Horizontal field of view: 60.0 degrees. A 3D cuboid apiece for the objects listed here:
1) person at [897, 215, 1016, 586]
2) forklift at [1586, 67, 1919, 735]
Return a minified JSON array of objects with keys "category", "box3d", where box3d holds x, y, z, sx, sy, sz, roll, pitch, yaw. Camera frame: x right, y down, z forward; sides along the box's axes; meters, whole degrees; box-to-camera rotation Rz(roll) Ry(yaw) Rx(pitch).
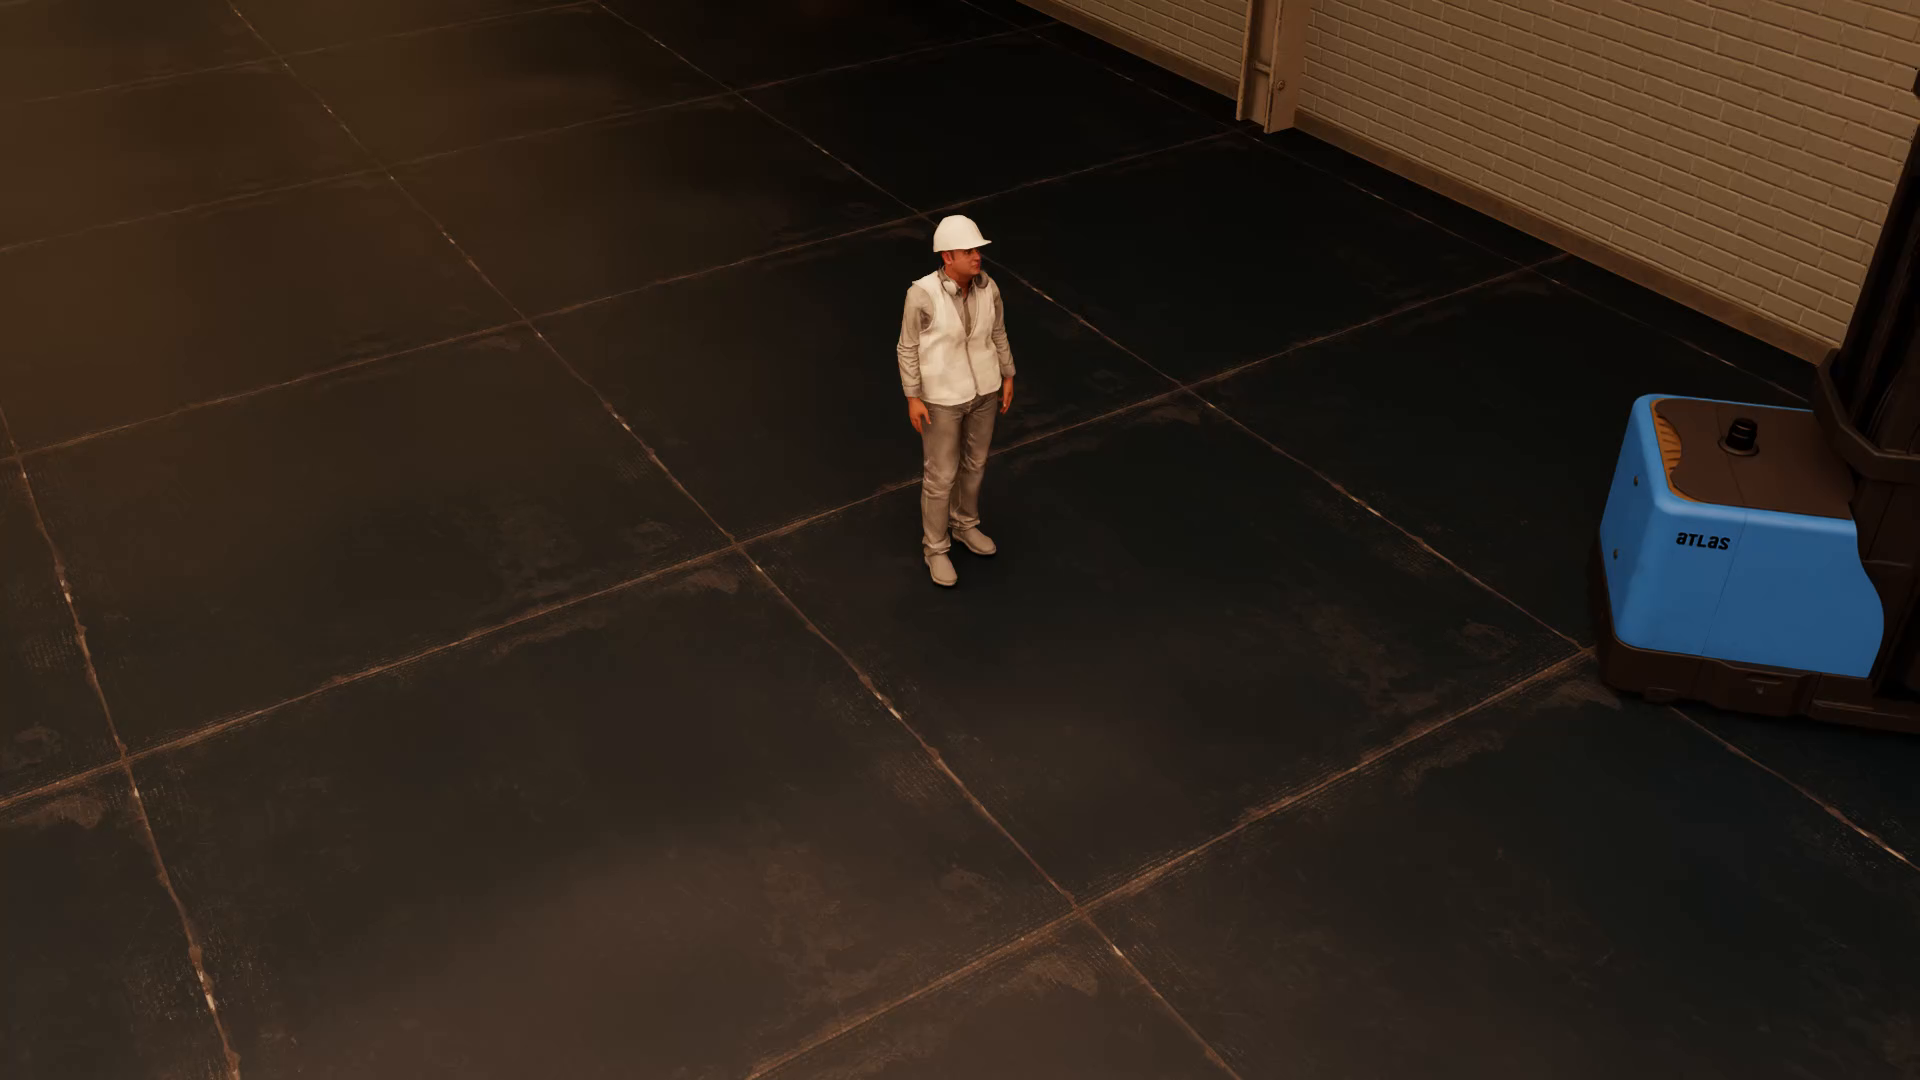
[{"category":"person","box3d":[0.027,-0.700,8.137,0.632,1.773,0.568,-21,40,-27]},{"category":"forklift","box3d":[4.534,-0.566,6.954,3.031,2.935,1.130,7,36,10]}]
